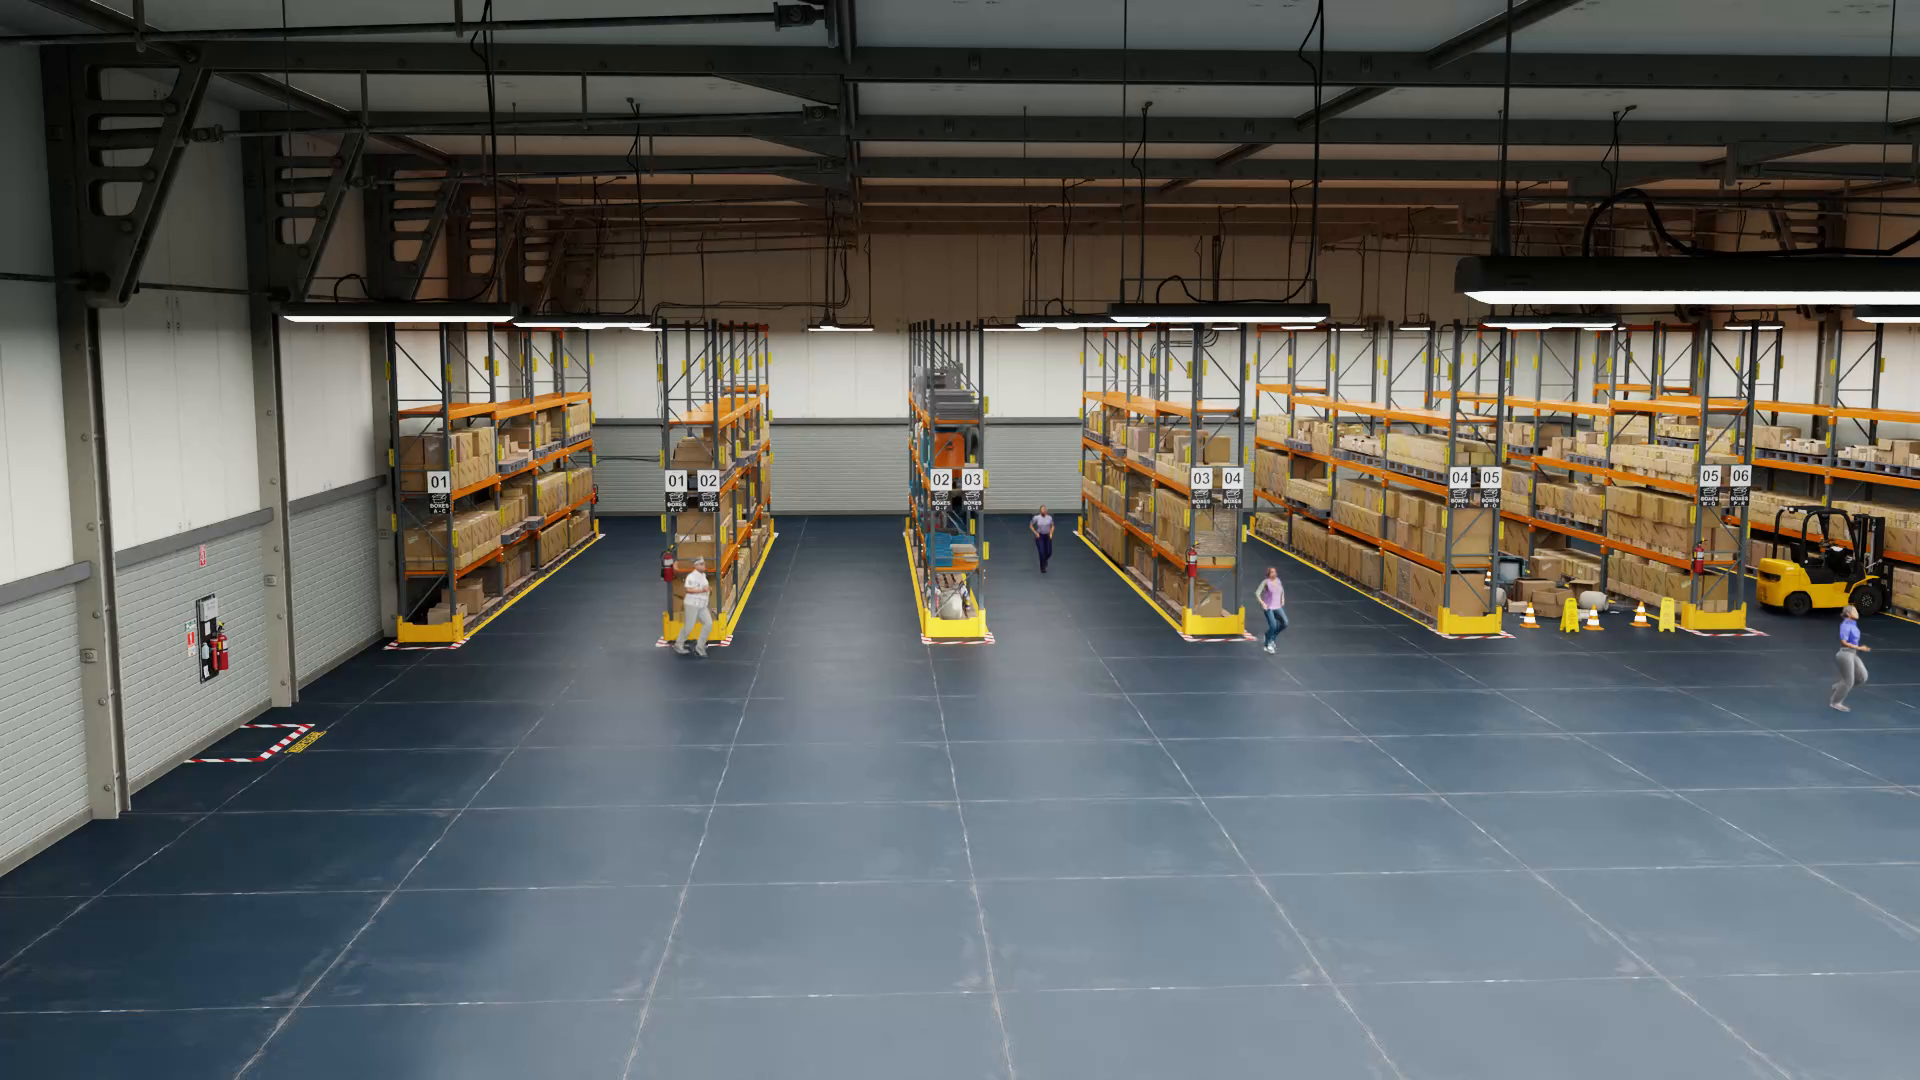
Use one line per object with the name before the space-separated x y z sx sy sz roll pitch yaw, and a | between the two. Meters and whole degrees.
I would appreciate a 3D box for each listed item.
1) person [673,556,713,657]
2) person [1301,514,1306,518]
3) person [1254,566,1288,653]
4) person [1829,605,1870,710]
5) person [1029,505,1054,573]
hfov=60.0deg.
person | -4.699 1.204 29.704 0.762 1.854 0.658 4 8 26
person | 10.410 -1.219 49.263 0.826 1.726 0.715 -2 7 -16
person | 5.669 1.257 30.042 0.631 1.573 0.444 -5 9 -37
person | 13.585 1.796 25.346 0.537 1.624 0.624 6 9 39
person | 1.987 -0.038 40.225 0.614 1.618 0.598 -2 7 -12
